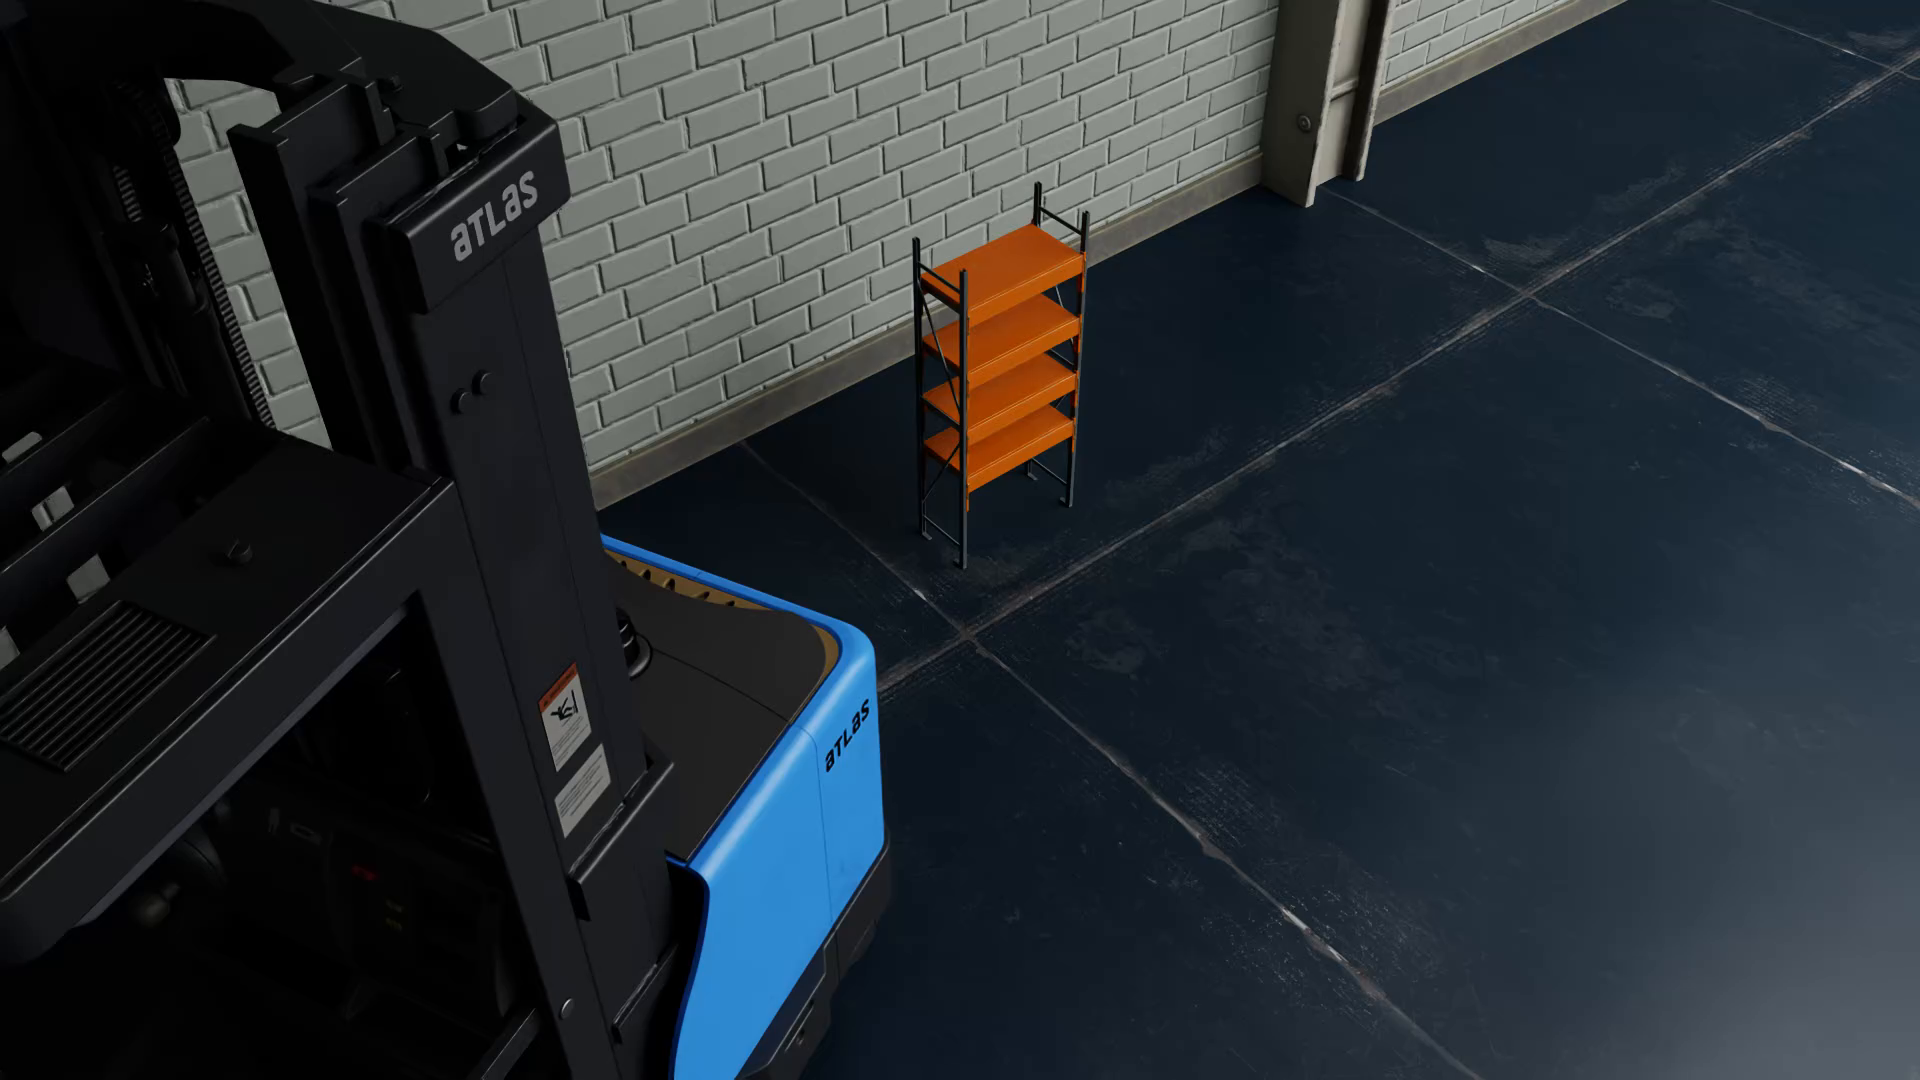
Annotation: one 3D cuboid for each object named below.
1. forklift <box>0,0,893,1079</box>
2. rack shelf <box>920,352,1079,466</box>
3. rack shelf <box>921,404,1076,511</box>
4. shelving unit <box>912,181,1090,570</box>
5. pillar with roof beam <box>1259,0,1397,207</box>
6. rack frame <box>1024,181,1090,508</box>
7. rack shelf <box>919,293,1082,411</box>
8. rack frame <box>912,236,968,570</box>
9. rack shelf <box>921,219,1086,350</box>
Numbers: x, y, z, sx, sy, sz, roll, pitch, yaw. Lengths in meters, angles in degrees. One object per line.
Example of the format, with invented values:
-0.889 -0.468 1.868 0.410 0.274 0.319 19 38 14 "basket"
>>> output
-1.289 0.695 2.869 1.130 2.935 3.031 19 46 19 "forklift"
0.127 -0.461 5.463 0.480 0.148 0.258 -30 51 -28 "rack shelf"
0.127 -0.316 5.599 0.480 0.148 0.258 -30 51 -28 "rack shelf"
0.127 -0.510 5.417 0.503 1.200 0.258 -30 51 -28 "shelving unit"
4.332 -2.646 1.994 0.400 9.000 9.100 -30 51 -28 "pillar with roof beam"
0.314 -0.617 5.531 0.015 1.200 0.240 -30 51 -28 "rack frame"
0.127 -0.624 5.310 0.480 0.148 0.258 -30 51 -28 "rack shelf"
-0.060 -0.403 5.303 0.015 1.200 0.240 -30 51 -28 "rack frame"
0.127 -0.796 5.148 0.480 0.148 0.258 -30 51 -28 "rack shelf"
